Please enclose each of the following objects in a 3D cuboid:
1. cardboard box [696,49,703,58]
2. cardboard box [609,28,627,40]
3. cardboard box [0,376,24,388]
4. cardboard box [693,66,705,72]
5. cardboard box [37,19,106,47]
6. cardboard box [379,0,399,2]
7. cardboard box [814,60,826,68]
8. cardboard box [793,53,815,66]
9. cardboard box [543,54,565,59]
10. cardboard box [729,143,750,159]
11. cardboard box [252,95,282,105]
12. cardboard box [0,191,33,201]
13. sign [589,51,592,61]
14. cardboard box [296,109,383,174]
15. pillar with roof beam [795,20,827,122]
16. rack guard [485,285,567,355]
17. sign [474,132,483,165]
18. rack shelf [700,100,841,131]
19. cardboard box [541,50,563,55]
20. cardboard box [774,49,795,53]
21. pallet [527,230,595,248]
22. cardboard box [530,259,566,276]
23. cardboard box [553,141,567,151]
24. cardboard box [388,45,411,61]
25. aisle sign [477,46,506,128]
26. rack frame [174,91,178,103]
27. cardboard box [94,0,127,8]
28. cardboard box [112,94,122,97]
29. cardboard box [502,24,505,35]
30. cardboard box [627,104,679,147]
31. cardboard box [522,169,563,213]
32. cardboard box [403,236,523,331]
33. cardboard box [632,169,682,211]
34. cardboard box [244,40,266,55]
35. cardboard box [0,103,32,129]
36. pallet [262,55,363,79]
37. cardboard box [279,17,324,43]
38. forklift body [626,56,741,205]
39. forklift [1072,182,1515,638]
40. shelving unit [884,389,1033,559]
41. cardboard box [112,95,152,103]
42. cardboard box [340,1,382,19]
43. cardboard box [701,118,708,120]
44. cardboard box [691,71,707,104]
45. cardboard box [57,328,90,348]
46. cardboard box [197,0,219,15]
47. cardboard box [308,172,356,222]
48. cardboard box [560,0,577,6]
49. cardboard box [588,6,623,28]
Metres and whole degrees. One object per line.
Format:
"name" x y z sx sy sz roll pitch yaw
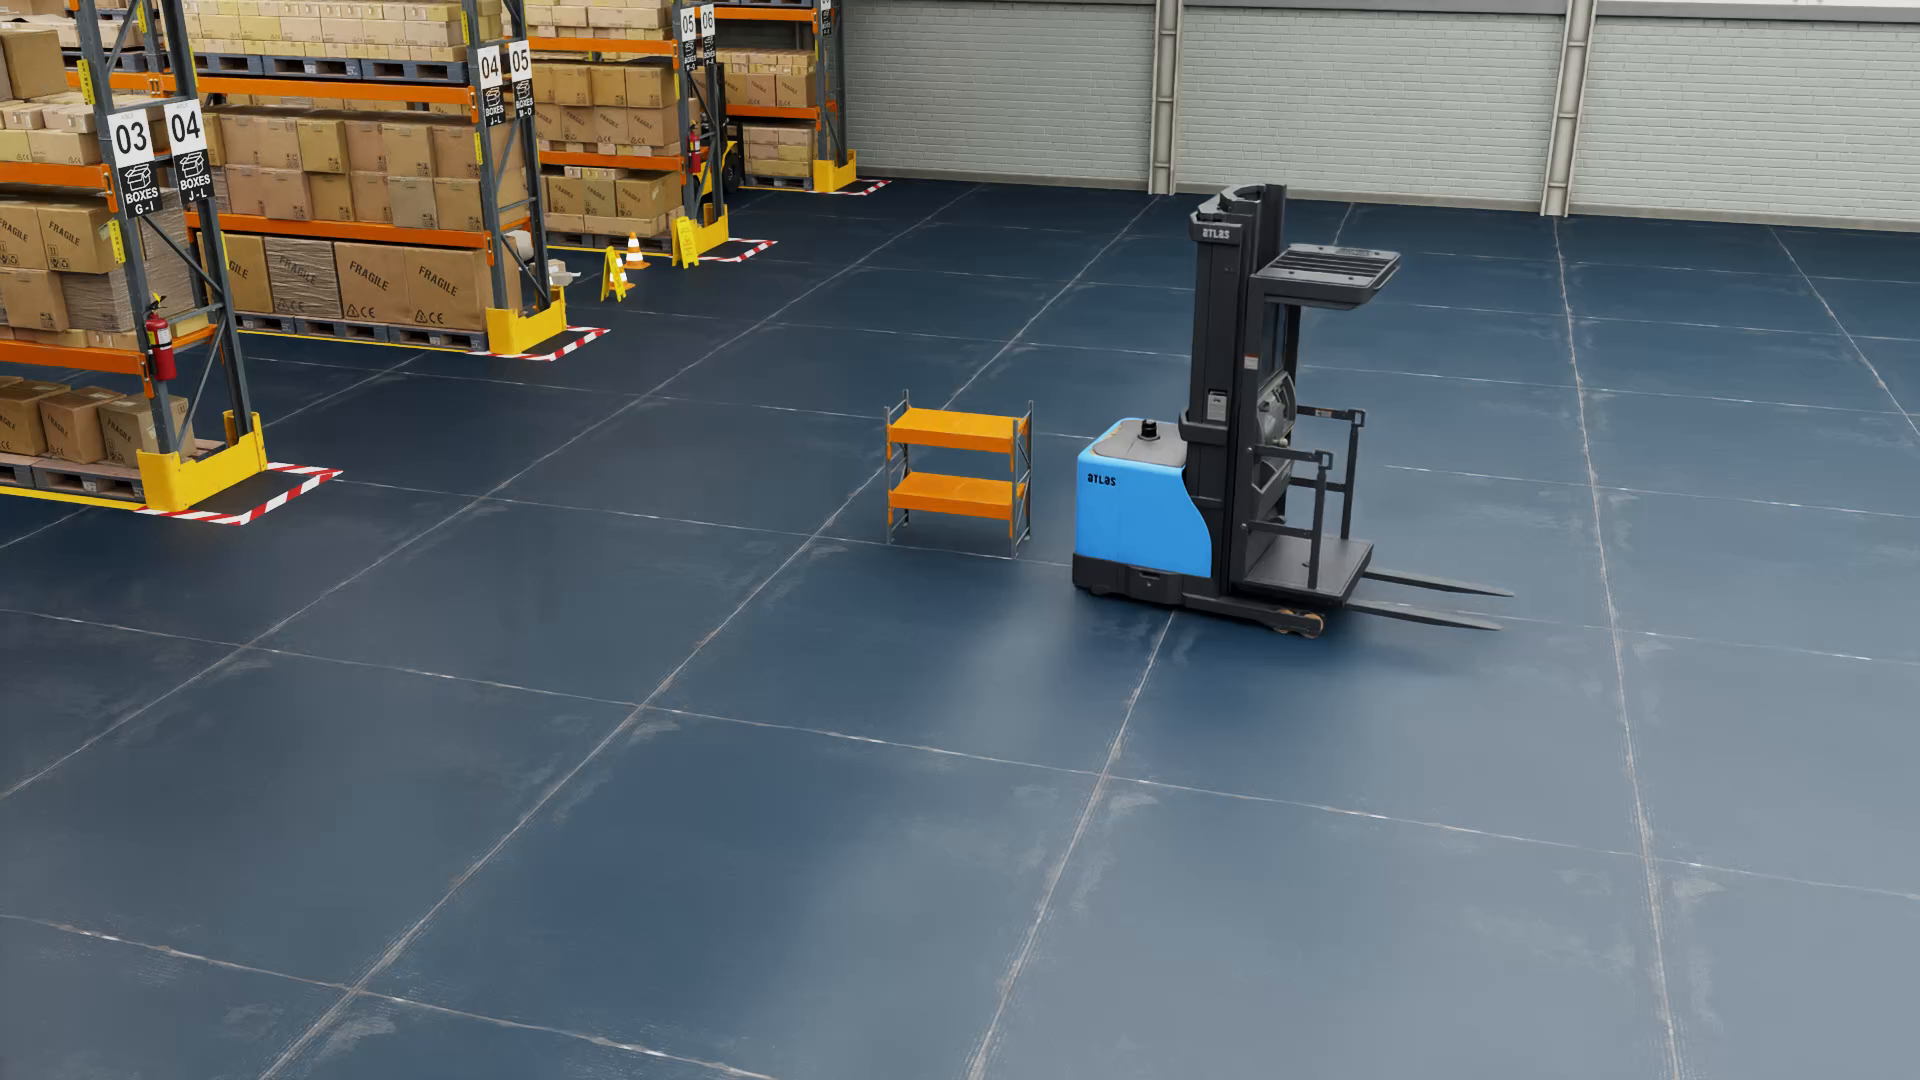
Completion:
"cardboard box" -4.192 -7.885 27.067 0.250 0.149 0.380 7 23 16
"cardboard box" -4.427 -6.701 21.937 0.250 0.149 0.380 7 23 17
"cardboard box" -8.665 -1.153 14.773 0.500 0.500 0.500 4 23 11
"cardboard box" -4.208 -7.716 27.048 0.250 0.149 0.380 6 23 14
"cardboard box" -9.920 -5.678 18.625 0.500 0.250 0.500 6 23 15
"cardboard box" -6.046 -5.770 17.933 0.250 0.149 0.380 6 23 15
"cardboard box" -2.332 -7.717 27.048 0.250 0.149 0.380 6 23 14
"cardboard box" -2.486 -7.685 26.580 0.250 0.149 0.380 7 23 16
"cardboard box" -6.774 -8.048 27.856 0.250 0.149 0.380 7 23 15
"cardboard box" -3.616 -6.440 27.333 0.500 0.250 0.500 6 23 14
"cardboard box" -9.796 -6.446 23.861 0.500 0.500 0.500 7 23 16
"cardboard box" -7.931 -2.560 13.622 0.500 0.500 0.500 7 23 16
"sign" -6.059 -7.978 27.251 0.005 0.325 0.100 7 23 16
"cardboard box" -6.784 -4.397 18.322 0.500 0.550 0.875 7 23 16
"pillar with roof beam" -3.732 -8.854 22.902 0.400 9.000 9.100 7 23 16
"rack guard" -4.822 -2.466 18.529 0.348 0.500 1.175 7 23 16
"sign" -5.015 -4.075 17.319 0.005 0.325 0.100 7 23 16
"rack shelf" -3.997 -7.125 27.541 4.000 0.370 1.077 7 23 16
"cardboard box" -6.917 -8.237 28.316 0.250 0.149 0.380 6 23 15
"cardboard box" -2.839 -7.902 27.108 0.250 0.149 0.380 7 23 17
"pallet" -5.517 -4.389 23.598 1.213 0.211 1.003 7 23 16
"cardboard box" -5.350 -3.526 21.574 0.380 0.149 0.250 -20 29 -39
"cardboard box" -5.390 -5.457 22.856 0.250 0.149 0.380 7 23 16
"cardboard box" -5.749 -5.107 17.365 0.250 0.149 0.380 7 23 16
"aisle sign" -4.864 -4.711 17.283 0.004 0.787 0.394 7 23 16
"rack frame" -11.171 -6.312 24.610 0.127 3.000 1.000 7 23 16
"cardboard box" -12.174 -7.980 24.038 0.500 0.500 0.700 5 23 13
"cardboard box" -12.200 -6.489 24.582 0.500 0.250 0.500 6 23 14
"cardboard box" -6.130 -6.910 22.448 0.250 0.149 0.380 6 23 14
"cardboard box" -4.111 -5.578 22.298 0.500 0.500 0.500 6 23 15
"cardboard box" -5.843 -4.868 23.171 0.500 0.500 0.500 8 24 18
"cardboard box" -5.514 -2.887 18.507 0.875 0.875 0.875 7 23 16
"cardboard box" -4.228 -4.895 23.238 0.500 0.500 0.500 6 23 14
"cardboard box" -7.450 -5.302 17.841 0.250 0.149 0.380 6 23 15
"cardboard box" -7.487 -3.334 13.071 0.250 0.149 0.380 7 23 16
"pallet" -6.730 -5.183 18.022 1.213 0.211 1.003 7 23 16
"cardboard box" -6.836 -5.440 17.653 0.500 0.250 0.500 7 23 16
"forklift body" -4.424 -6.391 25.922 1.214 2.155 2.313 7 23 16
"forklift" 2.385 -0.906 11.521 3.031 2.935 1.130 10 24 23
"shelving unit" -0.006 -0.521 12.963 1.048 1.125 0.538 7 23 16
"cardboard box" -6.792 -3.515 13.511 0.250 0.149 0.380 7 23 17
"cardboard box" -6.237 -5.532 17.351 0.250 0.149 0.380 7 23 16
"cardboard box" -4.415 -6.968 27.962 0.500 0.250 0.500 7 23 16
"cardboard box" -4.098 -7.411 27.158 0.500 0.500 0.500 7 23 16
"cardboard box" -7.201 -1.711 13.724 0.250 0.149 0.380 7 23 16
"cardboard box" -7.938 -5.726 17.825 0.250 0.149 0.380 6 23 15
"cardboard box" -6.766 -3.921 18.585 0.500 0.550 0.875 7 23 16
"cardboard box" -5.110 -7.183 22.061 0.250 0.149 0.380 6 23 14
"cardboard box" -4.557 -6.910 21.920 0.500 0.250 0.500 6 23 15
